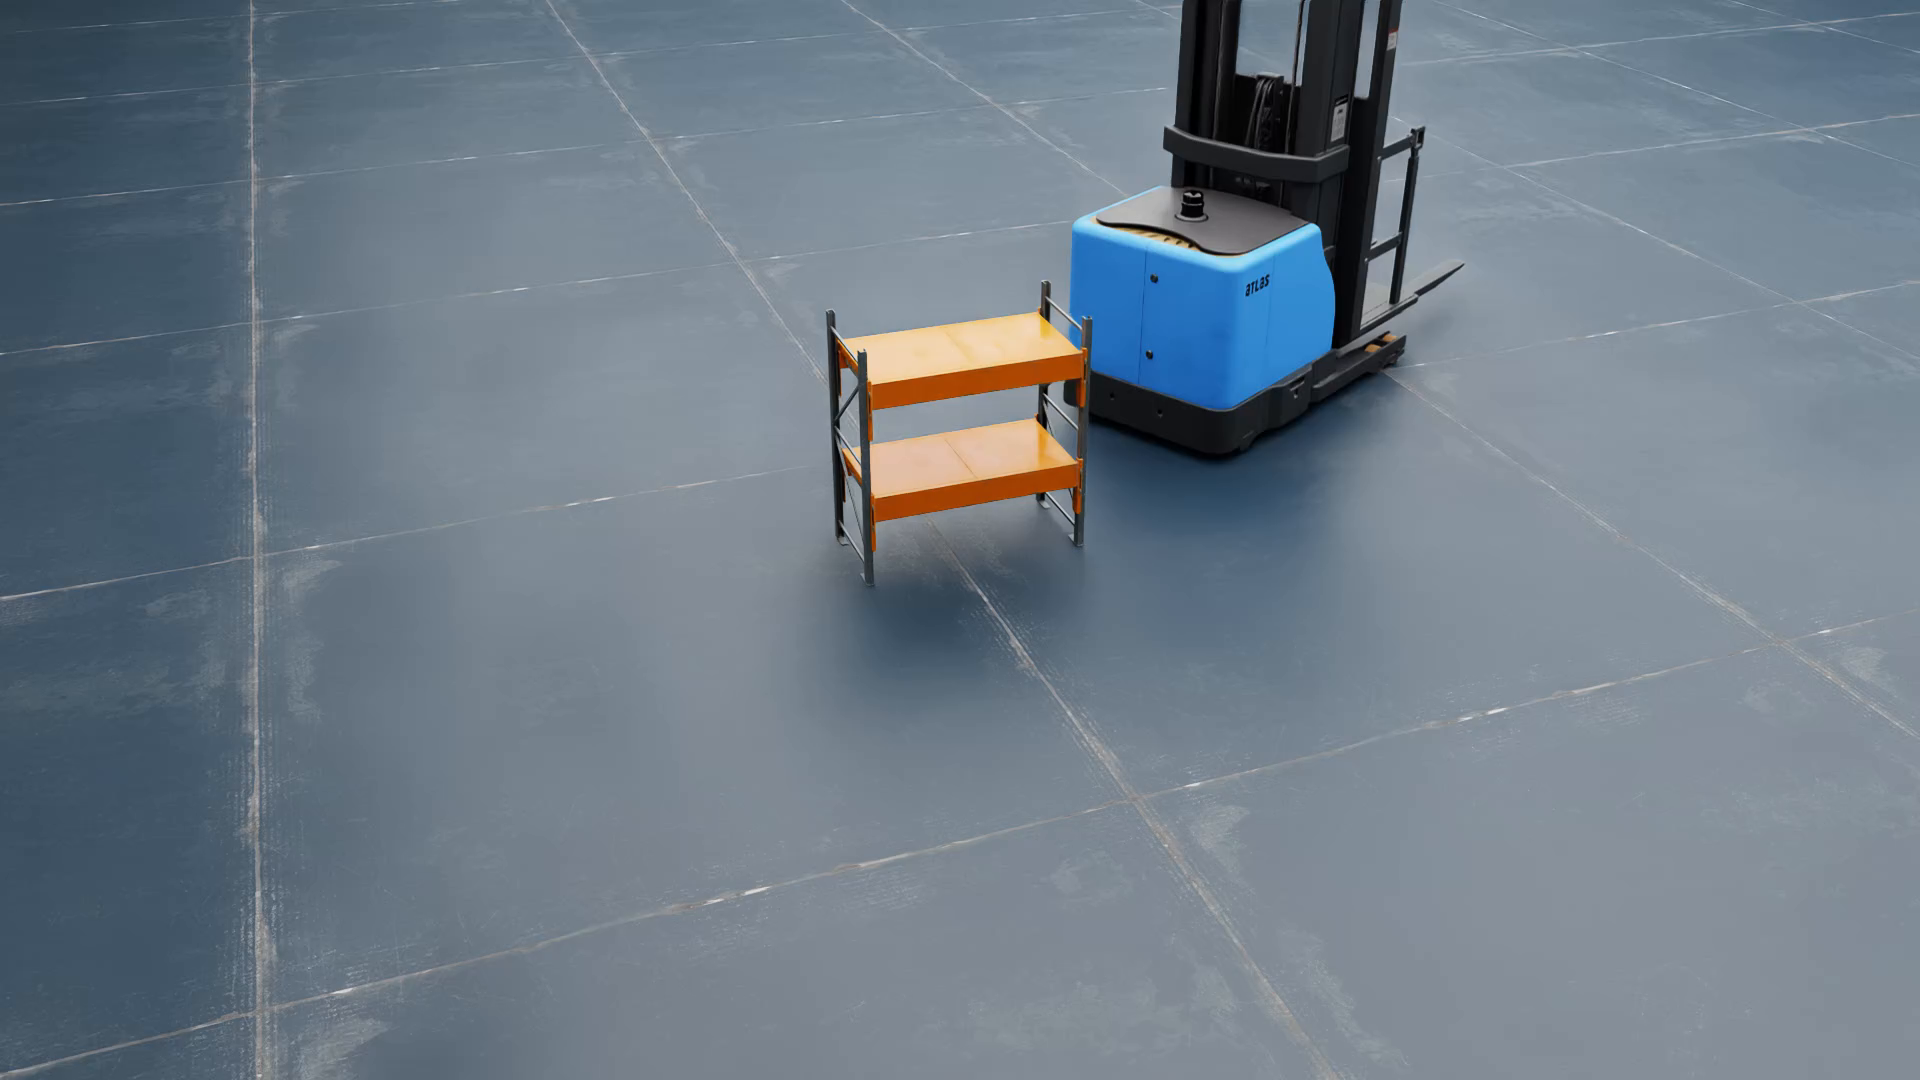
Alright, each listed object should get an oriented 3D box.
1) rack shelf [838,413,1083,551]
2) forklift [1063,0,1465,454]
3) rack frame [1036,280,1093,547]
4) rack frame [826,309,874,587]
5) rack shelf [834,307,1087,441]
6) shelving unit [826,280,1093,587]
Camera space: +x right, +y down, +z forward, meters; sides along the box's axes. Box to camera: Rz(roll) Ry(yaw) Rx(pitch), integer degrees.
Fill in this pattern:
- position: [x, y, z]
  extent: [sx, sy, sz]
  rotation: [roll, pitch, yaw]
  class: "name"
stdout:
- position: [-0.006, -0.275, 7.591]
  extent: [1.000, 0.278, 0.538]
  rotation: [-10, 31, -18]
  class: "rack shelf"
- position: [1.899, -2.357, 8.925]
  extent: [1.130, 2.935, 3.031]
  rotation: [23, 37, 35]
  class: "forklift"
- position: [0.470, -0.575, 7.624]
  extent: [0.032, 1.125, 0.500]
  rotation: [-10, 31, -18]
  class: "rack frame"
- position: [-0.483, -0.400, 7.315]
  extent: [0.032, 1.125, 0.500]
  rotation: [-10, 31, -18]
  class: "rack frame"
- position: [-0.006, -0.742, 7.325]
  extent: [1.000, 0.278, 0.538]
  rotation: [-10, 31, -18]
  class: "rack shelf"
- position: [-0.006, -0.488, 7.469]
  extent: [1.048, 1.125, 0.538]
  rotation: [-10, 31, -18]
  class: "shelving unit"
